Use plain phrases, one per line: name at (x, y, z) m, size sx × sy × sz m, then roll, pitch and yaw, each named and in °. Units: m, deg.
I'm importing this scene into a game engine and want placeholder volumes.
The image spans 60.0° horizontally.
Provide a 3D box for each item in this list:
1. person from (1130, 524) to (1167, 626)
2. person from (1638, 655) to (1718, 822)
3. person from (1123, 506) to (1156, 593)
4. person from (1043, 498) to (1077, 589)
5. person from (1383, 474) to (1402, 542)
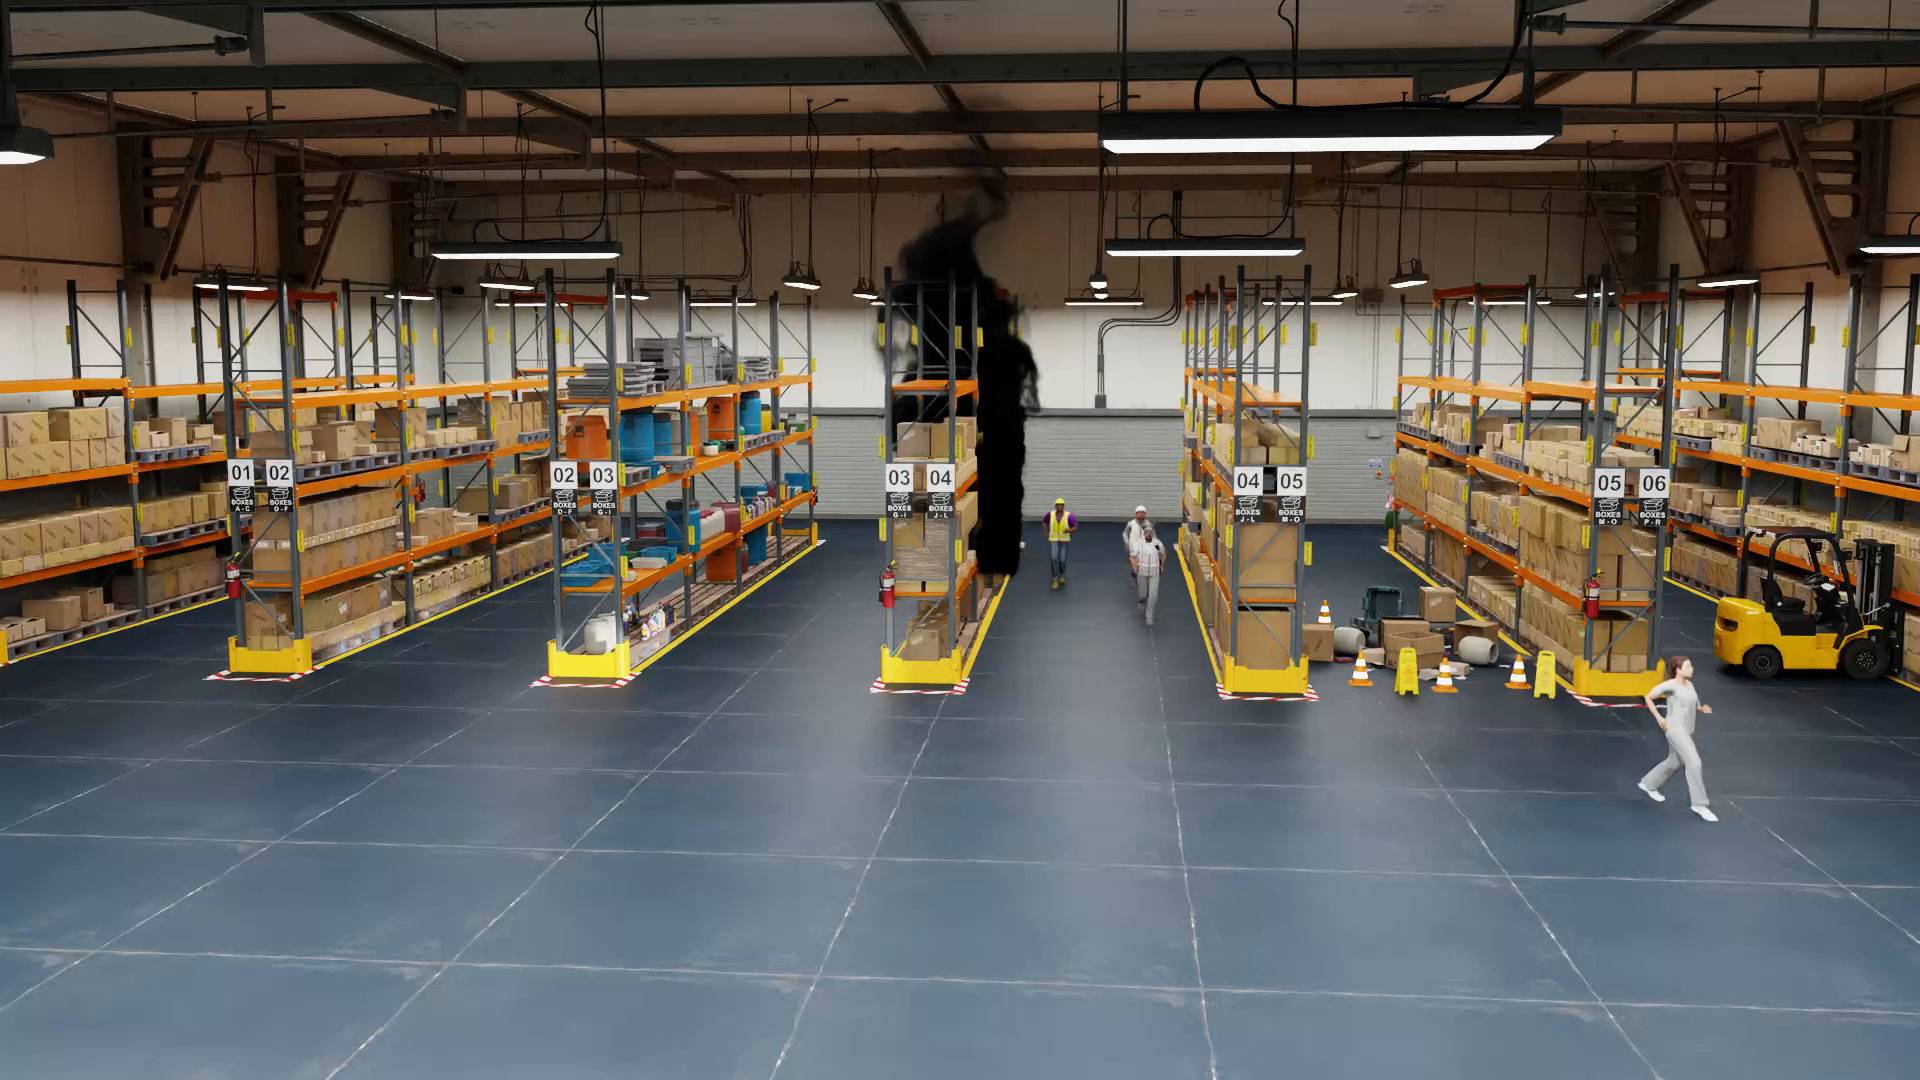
person at (3.324, 0.587, 29.356) m, size 0.663 × 1.772 × 0.816 m, roll 0°, pitch 7°, yaw 1°
person at (7.603, 2.045, 17.540) m, size 0.576 × 1.668 × 0.950 m, roll -6°, pitch 9°, yaw -39°
person at (3.523, 0.193, 32.568) m, size 0.652 × 1.728 × 0.569 m, roll 0°, pitch 7°, yaw 0°
person at (2.009, 0.058, 33.545) m, size 0.698 × 1.813 × 0.735 m, roll 1°, pitch 7°, yaw 5°
person at (10.616, -0.762, 40.455) m, size 0.738 × 1.718 × 0.699 m, roll 4°, pitch 8°, yaw 27°
